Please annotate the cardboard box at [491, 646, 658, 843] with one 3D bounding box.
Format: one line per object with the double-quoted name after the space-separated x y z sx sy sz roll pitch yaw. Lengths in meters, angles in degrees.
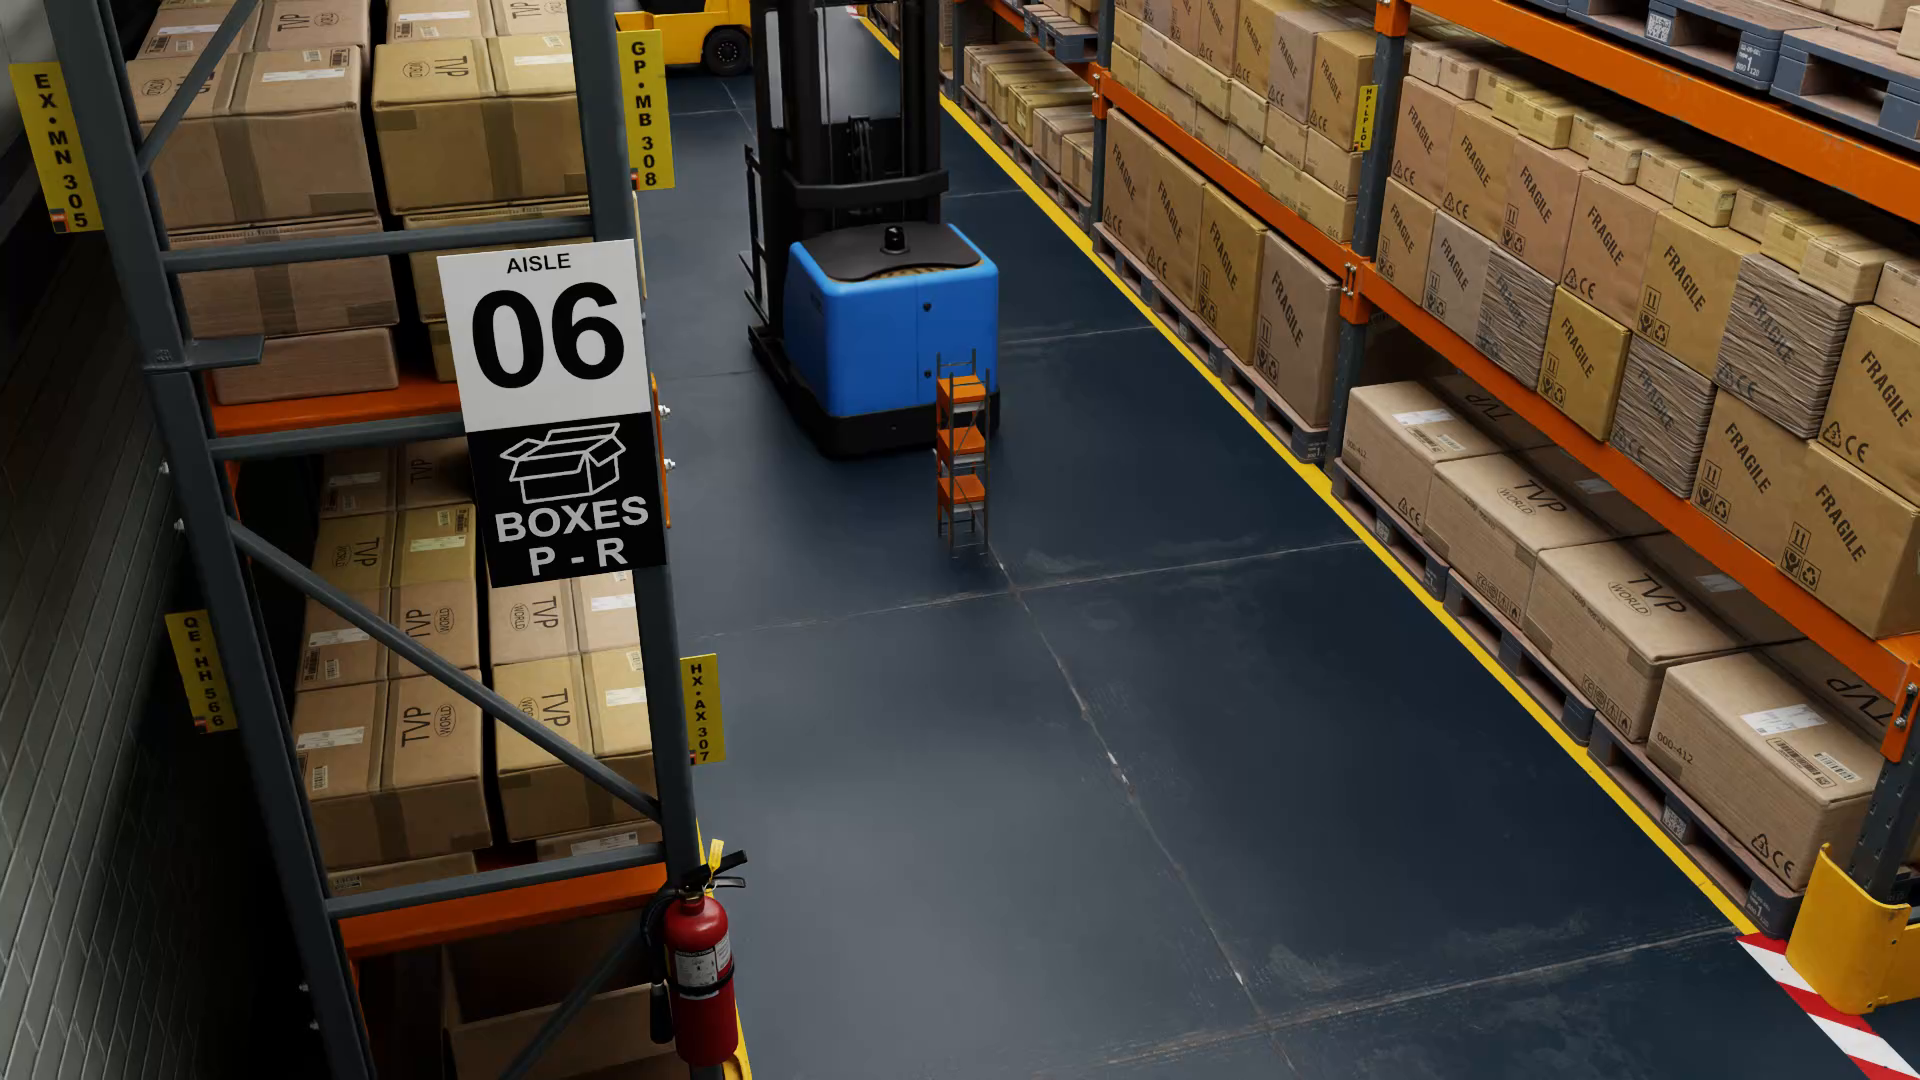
-1.030 0.555 4.650 0.500 0.250 0.500 -8 31 -13 "cardboard box"

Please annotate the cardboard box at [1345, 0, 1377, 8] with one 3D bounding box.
2.421 -2.931 9.722 0.500 0.500 0.500 -9 31 -15 "cardboard box"

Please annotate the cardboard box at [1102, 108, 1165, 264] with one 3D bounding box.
1.595 -2.570 11.897 0.875 0.875 0.875 -8 31 -14 "cardboard box"

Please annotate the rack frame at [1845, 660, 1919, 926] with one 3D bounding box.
3.615 0.212 5.390 1.000 3.000 0.127 -8 31 -13 "rack frame"

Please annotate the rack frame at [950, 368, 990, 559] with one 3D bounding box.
0.047 -0.370 8.341 0.200 1.050 0.008 -8 31 -13 "rack frame"

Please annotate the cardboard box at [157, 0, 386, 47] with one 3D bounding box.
-1.841 -1.381 4.501 0.500 0.250 0.500 -8 31 -13 "cardboard box"

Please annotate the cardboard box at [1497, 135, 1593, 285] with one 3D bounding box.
2.699 -1.440 7.146 0.500 0.500 0.500 -7 31 -12 "cardboard box"

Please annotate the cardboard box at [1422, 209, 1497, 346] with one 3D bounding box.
2.555 -1.258 7.830 0.500 0.500 0.500 -8 31 -13 "cardboard box"

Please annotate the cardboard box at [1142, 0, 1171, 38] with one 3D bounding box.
1.528 -3.619 10.910 0.500 0.500 0.500 -8 31 -13 "cardboard box"

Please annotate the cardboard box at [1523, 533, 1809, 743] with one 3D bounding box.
3.092 0.393 7.216 0.875 0.438 0.875 -7 31 -12 "cardboard box"

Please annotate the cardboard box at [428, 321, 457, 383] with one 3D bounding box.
-1.030 -0.501 3.877 0.380 0.149 0.250 -7 31 -12 "cardboard box"

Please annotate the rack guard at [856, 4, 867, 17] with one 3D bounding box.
-0.612 -6.397 19.303 1.175 0.500 0.348 -8 31 -13 "rack guard"

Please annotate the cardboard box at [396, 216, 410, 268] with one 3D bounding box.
-1.675 -0.819 4.427 0.380 0.149 0.250 -9 31 -15 "cardboard box"

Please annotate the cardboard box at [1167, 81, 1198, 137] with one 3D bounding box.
1.666 -2.817 10.773 0.500 0.250 0.500 -7 31 -12 "cardboard box"

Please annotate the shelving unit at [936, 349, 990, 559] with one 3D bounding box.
0.014 -0.429 8.442 0.215 1.050 0.252 -8 31 -13 "shelving unit"

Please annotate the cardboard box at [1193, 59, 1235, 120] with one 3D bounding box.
1.766 -2.787 10.221 0.500 0.250 0.500 -7 31 -12 "cardboard box"

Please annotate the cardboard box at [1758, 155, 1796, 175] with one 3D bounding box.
3.417 -1.508 6.615 0.380 0.149 0.250 -9 31 -14 "cardboard box"

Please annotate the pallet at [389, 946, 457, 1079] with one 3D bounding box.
-1.402 1.659 5.673 1.003 0.211 1.213 -8 31 -13 "pallet"

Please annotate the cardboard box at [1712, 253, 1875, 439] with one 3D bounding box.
3.090 -0.714 5.891 0.500 0.500 0.500 -8 31 -13 "cardboard box"

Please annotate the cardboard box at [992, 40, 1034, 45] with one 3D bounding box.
0.534 -4.897 16.541 0.500 0.250 0.500 -9 31 -16 "cardboard box"

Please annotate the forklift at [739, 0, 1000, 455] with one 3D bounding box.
-0.743 -2.475 10.100 1.130 2.935 3.031 -10 32 -17 "forklift"

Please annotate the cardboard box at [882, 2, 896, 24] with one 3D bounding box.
-0.556 -5.834 18.160 0.500 0.250 0.500 -7 31 -11 "cardboard box"

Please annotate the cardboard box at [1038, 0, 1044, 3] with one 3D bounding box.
0.781 -4.341 13.088 0.380 0.149 0.250 -7 31 -12 "cardboard box"

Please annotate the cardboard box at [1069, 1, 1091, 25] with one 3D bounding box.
1.037 -3.972 12.450 0.380 0.149 0.250 -7 31 -13 "cardboard box"

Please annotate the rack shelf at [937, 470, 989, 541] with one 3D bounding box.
0.014 -0.179 8.587 0.215 0.259 0.240 -8 31 -13 "rack shelf"

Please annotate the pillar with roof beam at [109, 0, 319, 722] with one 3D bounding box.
1.235 -3.771 6.282 9.100 9.000 0.400 -8 31 -13 "pillar with roof beam"

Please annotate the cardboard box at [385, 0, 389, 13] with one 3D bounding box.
-1.309 -1.441 4.605 0.500 0.250 0.500 -8 31 -14 "cardboard box"

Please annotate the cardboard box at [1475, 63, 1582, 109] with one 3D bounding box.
2.579 -2.050 7.553 0.380 0.149 0.250 -8 31 -14 "cardboard box"

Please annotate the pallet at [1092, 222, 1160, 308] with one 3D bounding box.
1.628 -2.054 12.089 1.003 0.211 1.213 -8 31 -13 "pallet"

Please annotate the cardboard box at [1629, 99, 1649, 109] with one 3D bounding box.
3.150 -1.871 7.243 0.380 0.149 0.250 -8 31 -14 "cardboard box"

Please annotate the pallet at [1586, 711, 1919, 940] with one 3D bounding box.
3.327 1.043 6.738 1.003 0.211 1.213 -8 31 -13 "pallet"

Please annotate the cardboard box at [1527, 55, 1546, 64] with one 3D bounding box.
2.907 -2.229 7.861 0.380 0.149 0.250 -7 31 -12 "cardboard box"

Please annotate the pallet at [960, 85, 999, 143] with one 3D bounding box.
0.638 -4.001 15.452 1.003 0.211 1.213 -8 31 -13 "pallet"

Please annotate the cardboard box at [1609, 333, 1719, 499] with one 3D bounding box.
2.967 -0.521 6.556 0.500 0.500 0.500 -7 31 -12 "cardboard box"

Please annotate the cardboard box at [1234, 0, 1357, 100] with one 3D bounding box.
1.932 -2.875 9.625 0.500 0.500 0.500 -7 31 -12 "cardboard box"

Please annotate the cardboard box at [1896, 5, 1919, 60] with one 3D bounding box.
3.220 -1.600 5.257 0.380 0.149 0.250 -10 32 -17 "cardboard box"

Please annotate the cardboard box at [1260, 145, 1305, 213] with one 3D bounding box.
2.057 -2.084 9.507 0.500 0.250 0.500 -8 31 -14 "cardboard box"

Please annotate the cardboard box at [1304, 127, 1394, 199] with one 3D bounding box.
2.202 -2.052 8.952 0.500 0.250 0.500 -8 31 -13 "cardboard box"

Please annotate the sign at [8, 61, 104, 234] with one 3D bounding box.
-1.710 -0.744 3.162 0.100 0.325 0.005 -8 31 -13 "sign"

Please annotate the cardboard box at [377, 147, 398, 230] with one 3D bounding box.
-1.698 -0.913 4.191 0.500 0.250 0.500 -8 31 -13 "cardboard box"

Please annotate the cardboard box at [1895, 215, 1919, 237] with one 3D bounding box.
3.604 -1.136 5.973 0.380 0.149 0.250 -9 31 -15 "cardboard box"

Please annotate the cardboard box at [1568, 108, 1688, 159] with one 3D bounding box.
2.774 -1.680 6.912 0.380 0.149 0.250 -8 31 -13 "cardboard box"

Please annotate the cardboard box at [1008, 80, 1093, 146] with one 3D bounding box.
0.952 -3.693 14.340 0.950 0.372 0.625 -7 31 -12 "cardboard box"

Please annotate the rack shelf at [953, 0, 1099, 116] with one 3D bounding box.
0.961 -4.307 13.914 1.077 0.370 4.000 -8 31 -13 "rack shelf"

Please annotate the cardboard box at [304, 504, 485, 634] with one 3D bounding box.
-1.810 0.134 5.377 0.500 0.250 0.500 -7 31 -12 "cardboard box"

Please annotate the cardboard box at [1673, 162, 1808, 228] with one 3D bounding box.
2.935 -1.301 6.257 0.380 0.149 0.250 -7 31 -12 "cardboard box"

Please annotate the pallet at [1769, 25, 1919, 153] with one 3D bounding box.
3.408 -1.405 5.277 1.003 0.211 1.213 -8 31 -13 "pallet"

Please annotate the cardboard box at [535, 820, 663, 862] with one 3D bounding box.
-0.993 0.787 4.647 0.380 0.149 0.250 -8 31 -14 "cardboard box"

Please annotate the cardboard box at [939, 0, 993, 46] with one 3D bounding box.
0.014 -5.150 16.231 0.500 0.500 0.500 -8 31 -14 "cardboard box"

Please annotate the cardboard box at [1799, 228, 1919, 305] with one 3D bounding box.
3.086 -0.925 5.608 0.380 0.149 0.250 -8 31 -14 "cardboard box"

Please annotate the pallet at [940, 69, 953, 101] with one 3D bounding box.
0.217 -4.697 16.654 1.003 0.211 1.213 -8 31 -13 "pallet"

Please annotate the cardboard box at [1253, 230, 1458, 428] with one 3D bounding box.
2.311 -1.271 9.654 0.875 0.875 0.875 -7 31 -12 "cardboard box"

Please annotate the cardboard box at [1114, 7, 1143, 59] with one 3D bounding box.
1.388 -3.526 11.498 0.500 0.250 0.500 -8 31 -14 "cardboard box"

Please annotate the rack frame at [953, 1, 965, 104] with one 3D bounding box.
0.430 -5.584 15.403 1.000 3.000 0.127 -8 31 -13 "rack frame"

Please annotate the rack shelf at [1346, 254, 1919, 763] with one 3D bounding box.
3.084 -0.443 7.239 1.077 0.370 4.000 -8 31 -13 "rack shelf"

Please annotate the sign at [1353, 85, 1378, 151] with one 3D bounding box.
2.033 -2.110 8.325 0.100 0.325 0.005 -8 31 -13 "sign"

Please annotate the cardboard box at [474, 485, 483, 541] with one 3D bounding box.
-1.458 -0.177 5.915 0.500 0.250 0.500 -9 31 -15 "cardboard box"
